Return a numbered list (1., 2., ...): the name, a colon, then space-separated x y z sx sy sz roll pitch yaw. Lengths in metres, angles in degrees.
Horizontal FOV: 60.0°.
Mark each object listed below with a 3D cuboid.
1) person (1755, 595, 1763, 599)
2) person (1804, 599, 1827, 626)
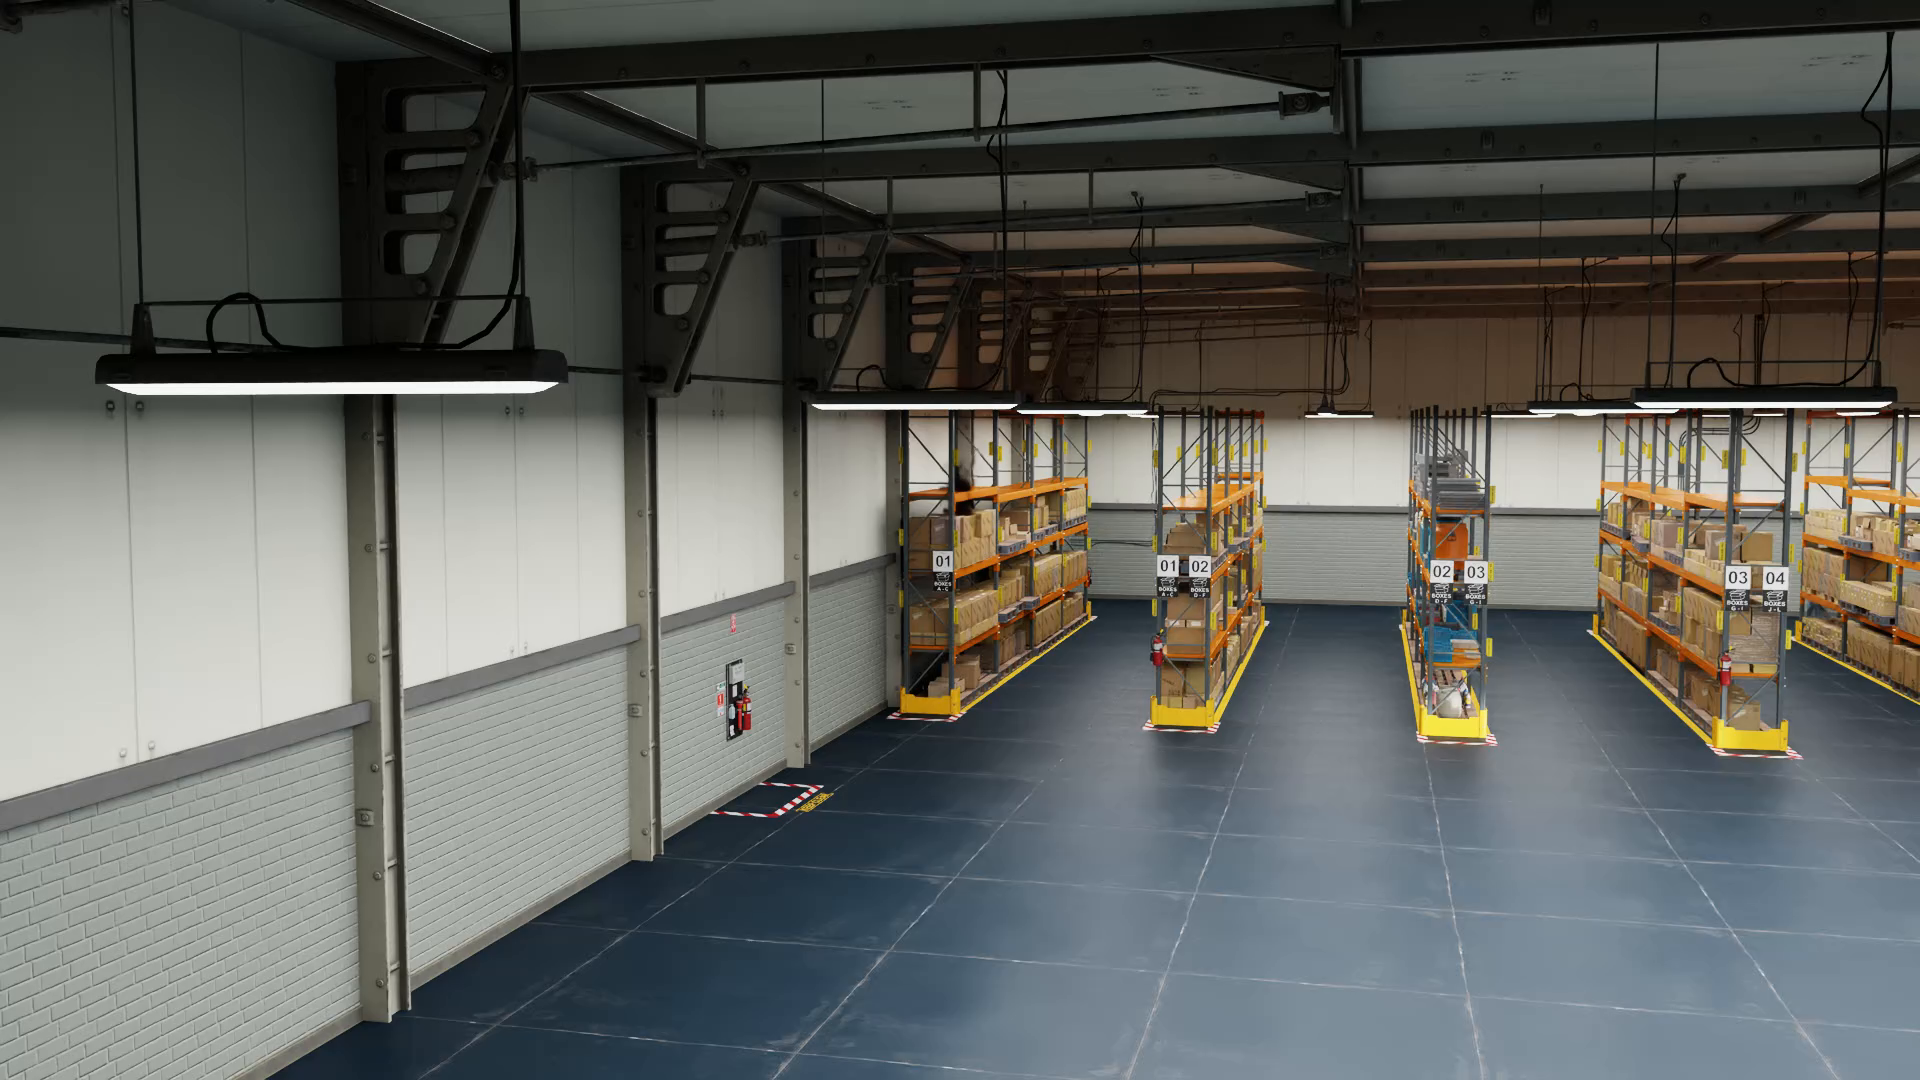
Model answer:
1. person: 20.521 1.755 42.894 0.776 1.743 0.975 2 5 27
2. person: 22.893 1.672 44.403 0.919 1.761 0.671 0 4 1
